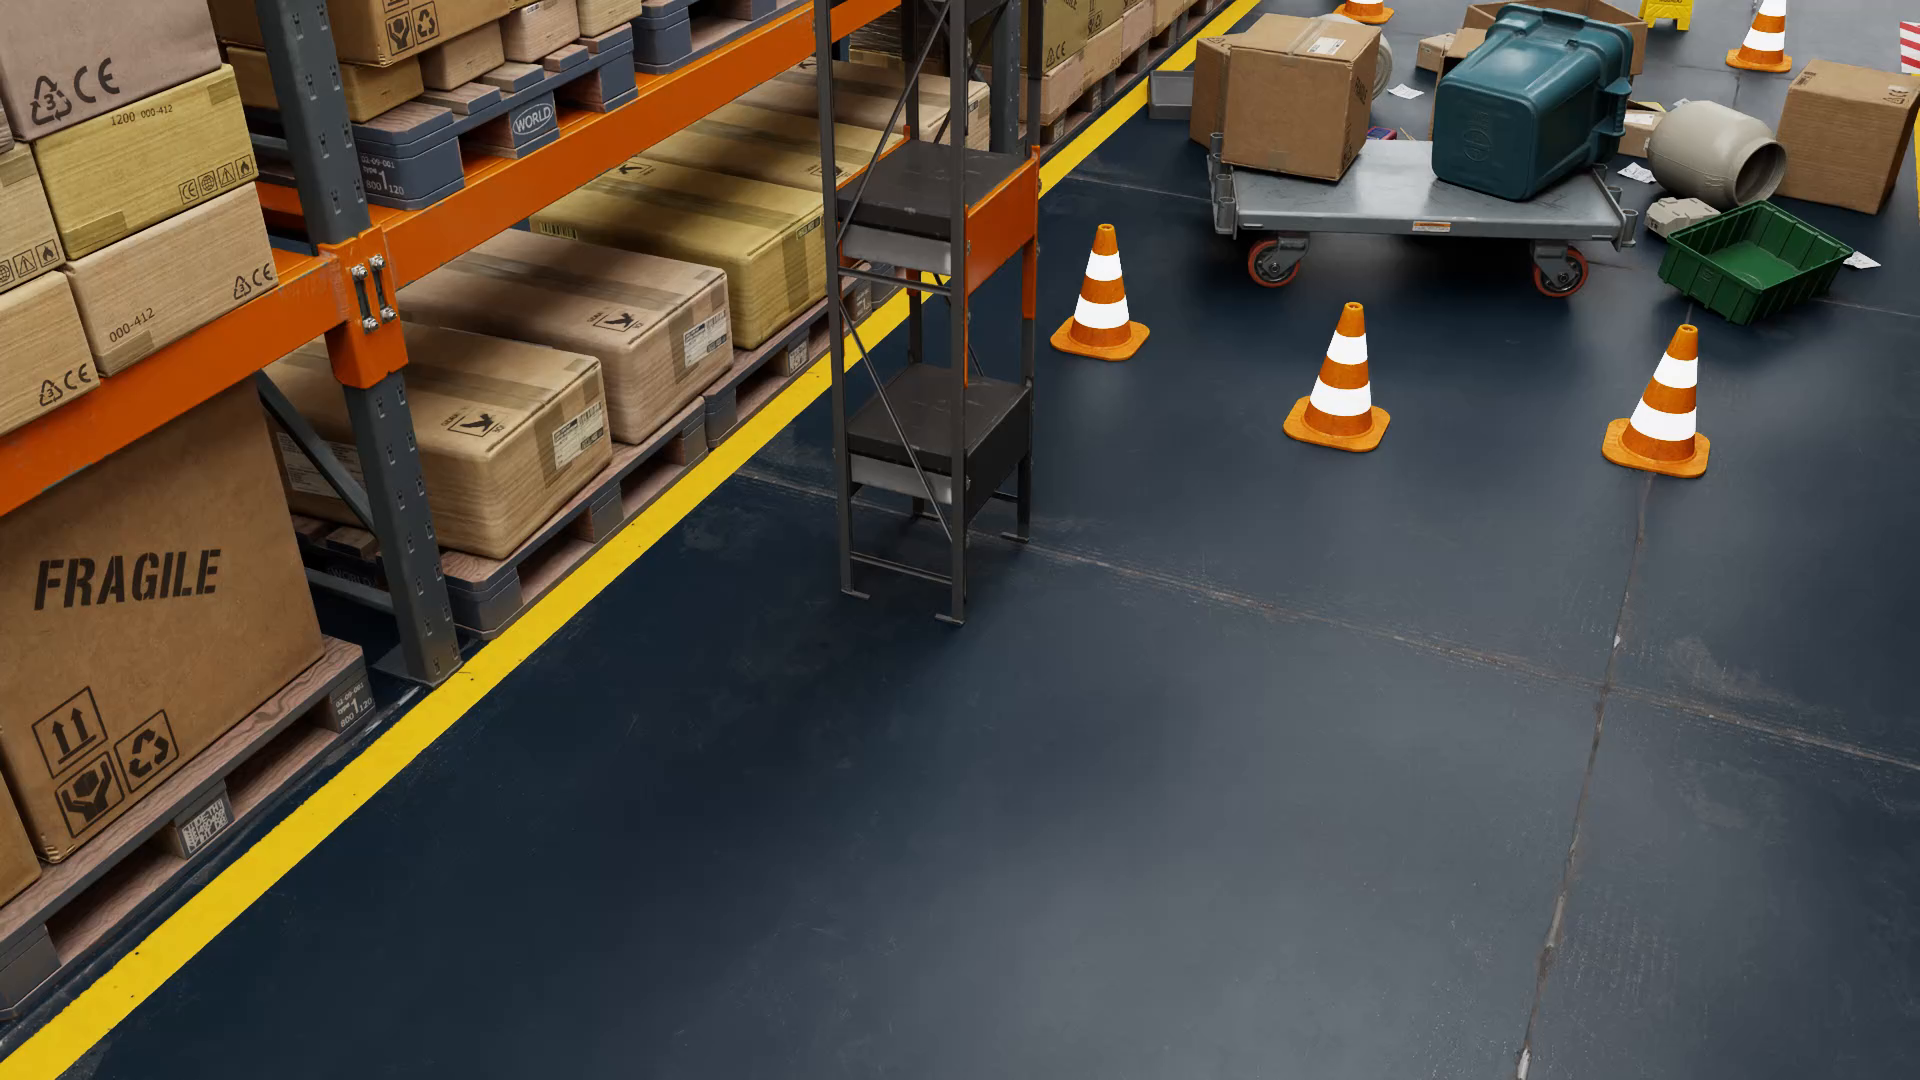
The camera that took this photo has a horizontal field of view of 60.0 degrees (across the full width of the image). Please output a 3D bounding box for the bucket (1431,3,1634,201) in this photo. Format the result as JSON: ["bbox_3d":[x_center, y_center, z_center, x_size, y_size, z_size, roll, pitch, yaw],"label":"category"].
[{"bbox_3d":[2.291,-1.752,6.785,0.726,0.611,0.620,29,53,36],"label":"bucket"}]

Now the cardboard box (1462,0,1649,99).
[{"bbox_3d":[3.028,-2.466,8.553,0.797,0.503,0.637,-9,34,-13],"label":"cardboard box"}]

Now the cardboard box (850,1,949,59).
[{"bbox_3d":[-0.206,-2.669,8.026,0.500,0.500,0.500,14,36,20],"label":"cardboard box"}]

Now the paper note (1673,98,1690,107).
[{"bbox_3d":[3.821,-2.268,8.682,0.144,0.017,0.142,29,43,36],"label":"paper note"}]

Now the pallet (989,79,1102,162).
[{"bbox_3d":[0.039,-2.150,8.337,1.003,0.211,1.213,14,36,20],"label":"pallet"}]

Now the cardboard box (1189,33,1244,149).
[{"bbox_3d":[1.474,-2.151,8.072,0.500,0.500,0.500,-15,36,-21],"label":"cardboard box"}]

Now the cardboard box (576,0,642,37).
[{"bbox_3d":[-1.140,-1.563,4.744,0.380,0.149,0.250,14,36,21],"label":"cardboard box"}]

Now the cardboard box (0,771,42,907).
[{"bbox_3d":[-2.625,0.499,3.307,0.875,0.875,0.875,15,36,21],"label":"cardboard box"}]

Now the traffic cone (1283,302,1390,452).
[{"bbox_3d":[1.329,-0.600,5.744,0.336,0.463,0.334,14,36,20],"label":"traffic cone"}]

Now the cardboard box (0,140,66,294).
[{"bbox_3d":[-2.067,-0.572,3.068,0.500,0.250,0.500,13,36,19],"label":"cardboard box"}]

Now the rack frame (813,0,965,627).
[{"bbox_3d":[-0.171,-0.674,4.363,0.400,2.100,0.015,14,36,20],"label":"rack frame"}]

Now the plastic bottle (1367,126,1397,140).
[{"bbox_3d":[2.033,-1.958,8.180,0.133,0.061,0.283,21,39,28],"label":"plastic bottle"}]

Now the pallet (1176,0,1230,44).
[{"bbox_3d":[1.059,-3.366,10.190,1.003,0.211,1.213,14,36,20],"label":"pallet"}]

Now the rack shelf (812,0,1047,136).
[{"bbox_3d":[-0.069,-1.370,4.172,0.431,0.518,0.480,14,36,20],"label":"rack shelf"}]

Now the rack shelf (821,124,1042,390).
[{"bbox_3d":[-0.069,-0.784,4.556,0.431,0.518,0.480,14,36,20],"label":"rack shelf"}]

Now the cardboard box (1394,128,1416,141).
[{"bbox_3d":[2.080,-1.744,7.667,0.258,0.266,0.396,-9,34,-13],"label":"cardboard box"}]

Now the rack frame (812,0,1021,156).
[{"bbox_3d":[-0.210,-2.974,7.050,1.000,3.000,0.127,14,36,20],"label":"rack frame"}]

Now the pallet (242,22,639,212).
[{"bbox_3d":[-1.682,-1.281,4.643,1.213,0.211,1.003,14,36,20],"label":"pallet"}]

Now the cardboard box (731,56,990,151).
[{"bbox_3d":[-0.427,-1.789,7.256,0.950,0.372,0.625,15,36,21],"label":"cardboard box"}]

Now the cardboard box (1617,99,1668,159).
[{"bbox_3d":[3.374,-2.024,8.094,0.396,0.266,0.258,21,39,28],"label":"cardboard box"}]

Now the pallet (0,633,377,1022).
[{"bbox_3d":[-2.282,0.560,4.204,1.003,0.211,1.213,14,36,20],"label":"pallet"}]

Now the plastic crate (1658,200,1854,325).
[{"bbox_3d":[3.211,-1.124,6.740,0.662,0.188,0.450,-21,49,-29],"label":"plastic crate"}]

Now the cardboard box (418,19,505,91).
[{"bbox_3d":[-1.430,-1.305,4.350,0.380,0.149,0.250,12,35,18],"label":"cardboard box"}]

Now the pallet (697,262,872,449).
[{"bbox_3d":[-1.044,-0.810,6.293,1.003,0.211,1.213,14,36,20],"label":"pallet"}]

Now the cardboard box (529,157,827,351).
[{"bbox_3d":[-1.014,-1.083,6.180,0.950,0.372,0.625,15,36,22],"label":"cardboard box"}]

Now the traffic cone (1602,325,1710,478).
[{"bbox_3d":[2.395,-0.506,5.600,0.336,0.463,0.334,14,36,20],"label":"traffic cone"}]

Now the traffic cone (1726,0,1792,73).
[{"bbox_3d":[4.490,-2.881,9.222,0.336,0.463,0.334,14,36,20],"label":"traffic cone"}]

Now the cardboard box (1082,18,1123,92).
[{"bbox_3d":[0.495,-2.500,8.452,0.500,0.250,0.500,16,37,23],"label":"cardboard box"}]

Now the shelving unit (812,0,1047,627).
[{"bbox_3d":[-0.069,-0.796,4.549,0.431,2.100,0.503,14,36,20],"label":"shelving unit"}]

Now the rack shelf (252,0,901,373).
[{"bbox_3d":[-1.047,-1.677,5.728,1.077,0.370,4.000,14,36,20],"label":"rack shelf"}]

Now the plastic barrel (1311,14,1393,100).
[{"bbox_3d":[1.974,-2.513,8.696,0.421,0.421,0.512,-15,36,-21],"label":"plastic barrel"}]

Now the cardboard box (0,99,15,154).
[{"bbox_3d":[-2.070,-0.867,2.833,0.500,0.500,0.500,15,36,21],"label":"cardboard box"}]

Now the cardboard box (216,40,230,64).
[{"bbox_3d":[-1.960,-1.269,4.297,0.380,0.149,0.250,16,36,22],"label":"cardboard box"}]

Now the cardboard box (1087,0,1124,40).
[{"bbox_3d":[0.495,-2.814,8.247,0.500,0.500,0.500,16,36,22],"label":"cardboard box"}]

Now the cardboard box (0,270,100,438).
[{"bbox_3d":[-2.059,-0.349,3.184,0.500,0.250,0.500,15,36,21],"label":"cardboard box"}]

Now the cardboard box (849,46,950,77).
[{"bbox_3d":[-0.207,-2.356,8.232,0.500,0.250,0.500,16,36,23],"label":"cardboard box"}]

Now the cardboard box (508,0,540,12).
[{"bbox_3d":[-1.274,-1.756,4.447,0.500,0.500,0.500,16,37,23],"label":"cardboard box"}]

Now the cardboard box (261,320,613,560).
[{"bbox_3d":[-1.638,-0.338,5.043,0.950,0.372,0.625,12,35,17],"label":"cardboard box"}]

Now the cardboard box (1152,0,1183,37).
[{"bbox_3d":[0.932,-3.009,9.229,0.500,0.250,0.500,13,35,19],"label":"cardboard box"}]

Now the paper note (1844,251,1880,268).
[{"bbox_3d":[3.787,-1.190,7.036,0.147,0.020,0.142,-9,34,-13],"label":"paper note"}]
